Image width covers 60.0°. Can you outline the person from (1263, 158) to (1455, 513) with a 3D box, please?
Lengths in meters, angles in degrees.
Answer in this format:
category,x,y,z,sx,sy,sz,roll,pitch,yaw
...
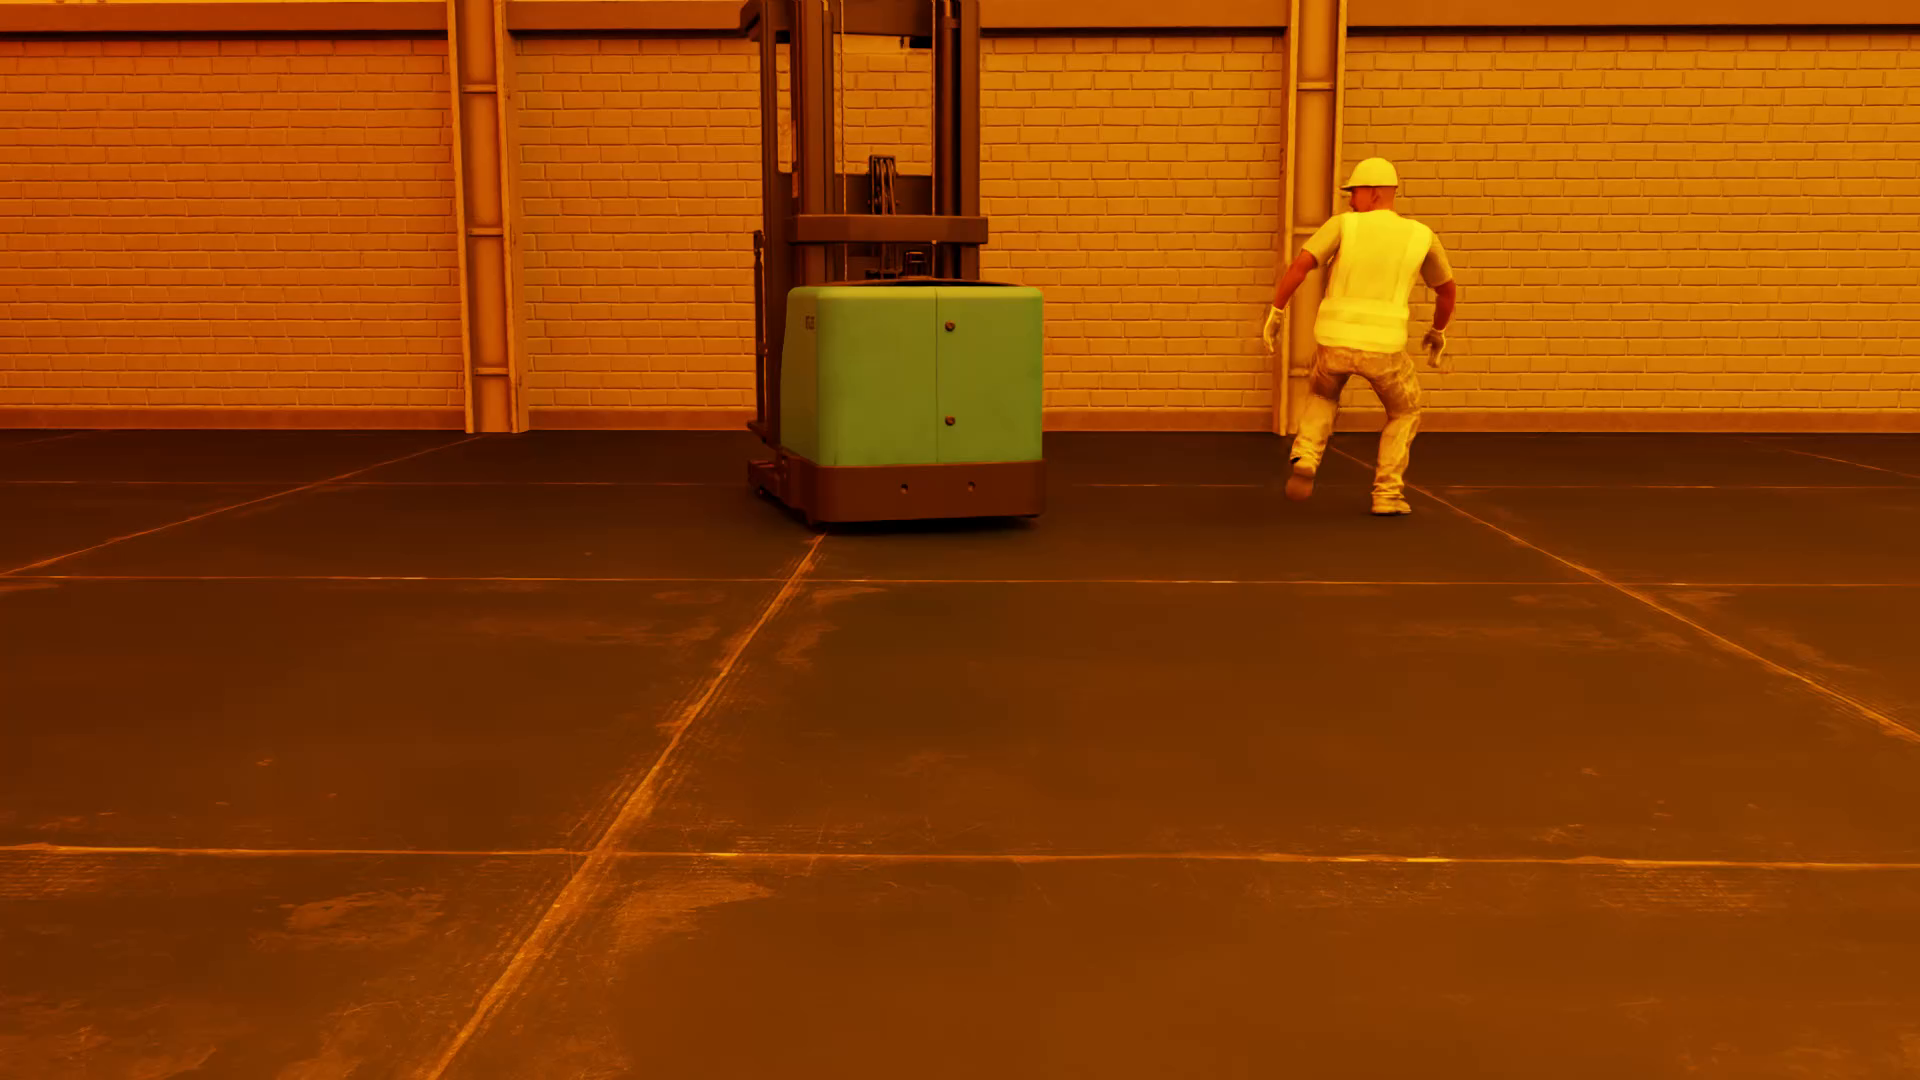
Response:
category,x,y,z,sx,sy,sz,roll,pitch,yaw
person,1.903,-0.960,7.914,0.849,1.676,0.625,3,9,17

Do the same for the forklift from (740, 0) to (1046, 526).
category,x,y,z,sx,sy,sz,roll,pitch,yaw
forklift,-0.503,-1.692,8.496,1.130,2.935,3.031,-2,9,-15
